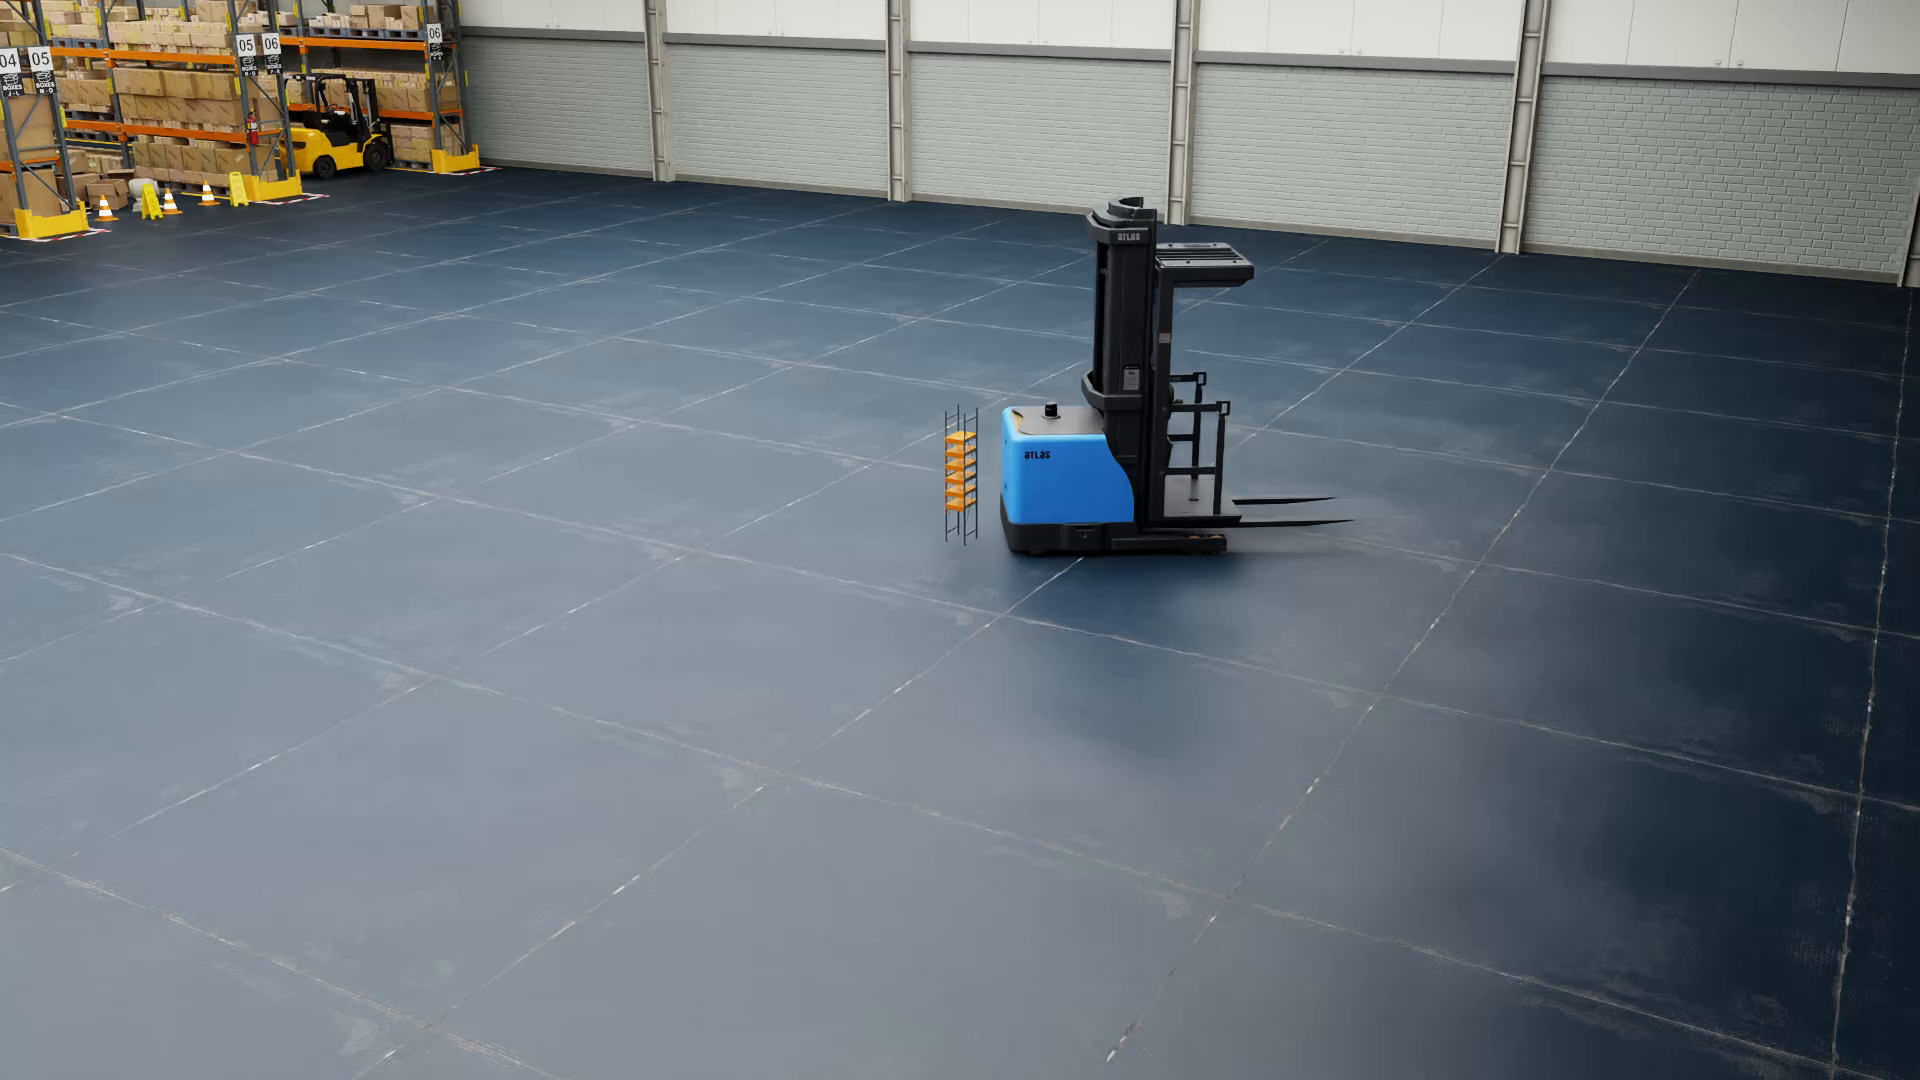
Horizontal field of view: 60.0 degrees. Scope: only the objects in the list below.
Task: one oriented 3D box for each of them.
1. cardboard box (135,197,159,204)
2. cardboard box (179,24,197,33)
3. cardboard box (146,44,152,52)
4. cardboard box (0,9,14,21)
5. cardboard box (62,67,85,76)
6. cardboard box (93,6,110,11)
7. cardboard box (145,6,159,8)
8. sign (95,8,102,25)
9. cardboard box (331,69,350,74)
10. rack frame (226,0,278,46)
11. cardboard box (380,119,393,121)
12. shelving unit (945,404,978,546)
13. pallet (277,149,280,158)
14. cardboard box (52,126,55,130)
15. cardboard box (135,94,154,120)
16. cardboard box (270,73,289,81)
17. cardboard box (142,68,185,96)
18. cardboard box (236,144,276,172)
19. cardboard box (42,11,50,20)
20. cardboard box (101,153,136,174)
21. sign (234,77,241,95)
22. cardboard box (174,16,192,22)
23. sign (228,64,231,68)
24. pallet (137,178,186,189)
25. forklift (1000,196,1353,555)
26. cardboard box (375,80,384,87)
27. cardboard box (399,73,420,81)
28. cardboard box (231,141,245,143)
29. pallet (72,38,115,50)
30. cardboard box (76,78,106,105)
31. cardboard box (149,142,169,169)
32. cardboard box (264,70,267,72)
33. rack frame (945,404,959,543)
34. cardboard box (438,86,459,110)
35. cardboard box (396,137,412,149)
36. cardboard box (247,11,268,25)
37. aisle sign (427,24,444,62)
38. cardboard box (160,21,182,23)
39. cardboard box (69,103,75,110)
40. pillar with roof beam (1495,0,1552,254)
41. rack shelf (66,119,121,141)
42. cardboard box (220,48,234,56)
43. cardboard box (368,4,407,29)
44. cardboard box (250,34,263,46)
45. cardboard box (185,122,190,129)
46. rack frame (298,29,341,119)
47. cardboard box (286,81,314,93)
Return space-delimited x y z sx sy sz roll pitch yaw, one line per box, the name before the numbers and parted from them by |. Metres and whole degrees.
cardboard box | -16.064 -6.682 32.865 0.380 0.149 0.250 -11 23 -29
cardboard box | -15.435 -10.284 33.414 0.250 0.149 0.380 10 22 26
cardboard box | -16.376 -10.068 33.989 0.250 0.149 0.380 10 22 26
cardboard box | -21.322 -11.410 36.552 0.637 0.503 0.797 9 22 24
cardboard box | -19.354 -10.237 36.335 0.250 0.149 0.380 10 22 25
cardboard box | -21.479 -13.297 41.693 0.250 0.149 0.380 10 22 26
cardboard box | -20.317 -13.292 41.678 0.250 0.149 0.380 11 23 29
sign | -17.695 -10.743 34.146 0.005 0.325 0.100 11 23 27
cardboard box | -14.377 -10.843 38.622 0.250 0.149 0.380 10 22 26
rack frame | -13.935 -11.226 32.413 0.127 3.000 1.000 11 23 27
cardboard box | -13.601 -9.732 39.042 0.500 0.250 0.500 11 23 28
shelving unit | 0.013 -0.562 14.452 0.189 1.200 0.258 11 23 27
pallet | -15.672 -9.349 40.126 1.213 0.211 1.003 11 23 27
cardboard box | -23.858 -11.166 44.095 0.500 0.500 0.500 11 23 28
cardboard box | -16.730 -9.025 34.561 0.500 0.500 0.500 11 23 27
cardboard box | -16.133 -10.990 39.463 0.250 0.149 0.380 10 22 26
cardboard box | -16.289 -9.407 34.147 0.500 0.500 0.700 10 22 26
cardboard box | -14.526 -7.883 34.313 0.500 0.500 0.500 10 22 26
cardboard box | -23.438 -13.536 42.966 0.500 0.250 0.500 11 23 28
cardboard box | -17.886 -8.119 35.885 0.625 0.372 0.950 11 23 28
sign | -14.223 -8.936 32.738 0.005 0.325 0.100 11 23 27
cardboard box | -18.929 -12.729 40.590 0.250 0.149 0.380 11 23 28
sign | -18.234 -11.924 41.439 0.005 0.325 0.100 11 23 27
pallet | -16.824 -7.659 35.466 1.213 0.211 1.003 11 23 27
forklift | 1.900 -1.426 14.296 3.031 2.935 1.130 -1 20 -3
cardboard box | -13.089 -10.416 37.881 0.250 0.149 0.380 11 23 28
cardboard box | -12.405 -10.440 37.510 0.250 0.149 0.380 11 23 28
cardboard box | -17.390 -10.081 40.922 0.625 0.625 0.875 12 23 29
pallet | -17.914 -10.527 35.161 1.003 0.211 1.213 11 23 27
cardboard box | -18.376 -9.546 35.380 0.500 0.500 0.500 11 23 28
cardboard box | -16.571 -8.064 34.811 0.500 0.500 0.500 12 23 29
cardboard box | -16.770 -11.323 40.380 0.250 0.149 0.380 12 23 29
rack frame | -0.067 -0.577 14.493 0.006 1.200 0.240 11 23 27
cardboard box | -11.815 -10.096 37.949 0.500 0.500 0.500 12 23 29
cardboard box | -12.528 -9.098 38.029 0.500 0.250 0.500 11 22 27
cardboard box | -16.431 -12.337 39.244 0.500 0.311 0.500 10 22 25
aisle sign | -11.604 -11.008 36.797 0.004 0.787 0.394 11 23 27
cardboard box | -16.306 -10.655 34.439 0.250 0.149 0.380 12 23 29
cardboard box | -18.895 -9.327 35.730 0.250 0.149 0.380 11 23 27
pillar with roof beam | 7.167 -7.815 23.011 0.400 9.000 9.100 11 23 27
rack shelf | -19.173 -9.065 36.309 4.000 0.370 1.077 11 23 27
cardboard box | -14.383 -9.674 32.901 0.250 0.149 0.380 11 23 28
cardboard box | -12.869 -11.786 37.449 0.500 0.500 0.700 11 23 28
cardboard box | -14.244 -10.048 33.349 0.500 0.250 0.500 10 22 26
cardboard box | -15.691 -8.546 34.192 0.250 0.149 0.380 11 23 27
rack frame | -15.010 -10.549 39.345 0.127 3.000 1.000 11 23 27
cardboard box | -15.563 -10.719 39.301 0.500 0.250 0.500 10 22 26
